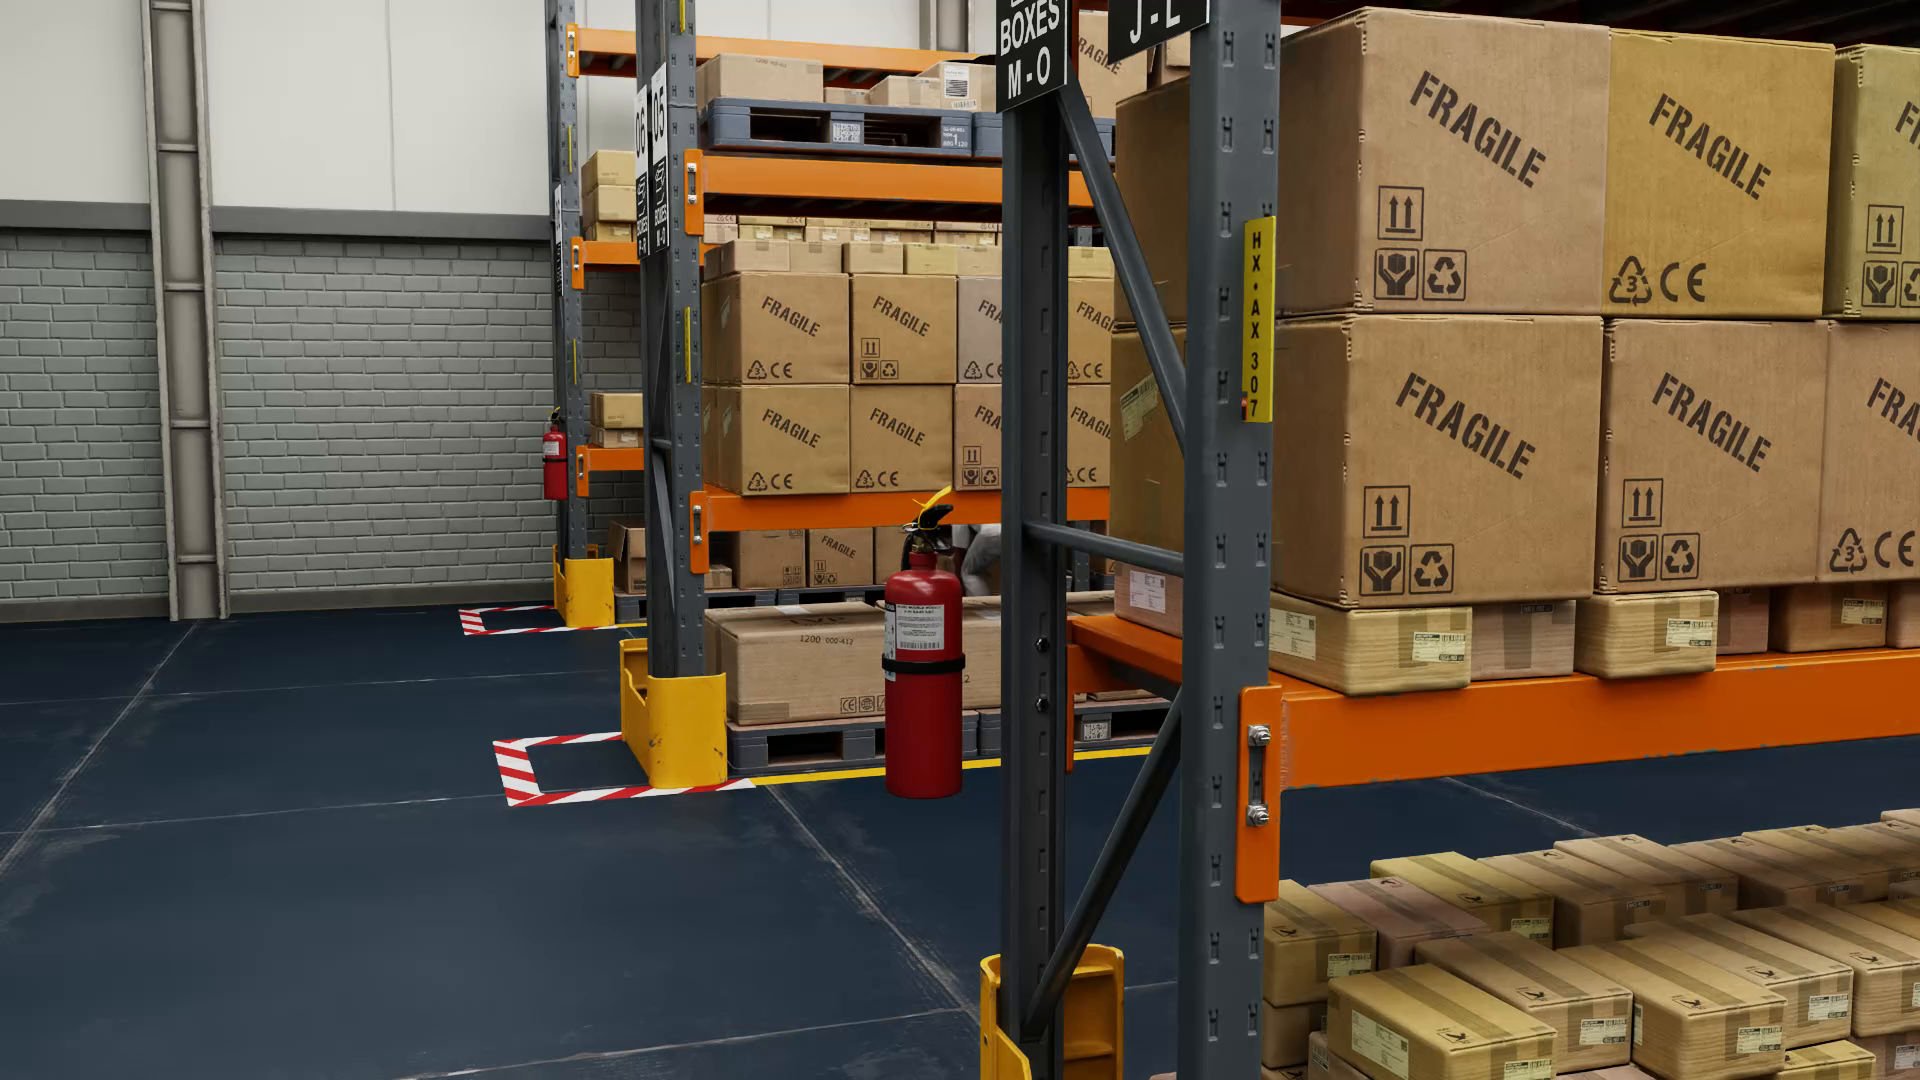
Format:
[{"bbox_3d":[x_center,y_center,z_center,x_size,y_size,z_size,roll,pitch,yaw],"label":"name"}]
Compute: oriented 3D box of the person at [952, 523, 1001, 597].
[{"bbox_3d":[0.213,0.126,11.868,0.509,1.085,0.965,-2,6,-21],"label":"person"}]
